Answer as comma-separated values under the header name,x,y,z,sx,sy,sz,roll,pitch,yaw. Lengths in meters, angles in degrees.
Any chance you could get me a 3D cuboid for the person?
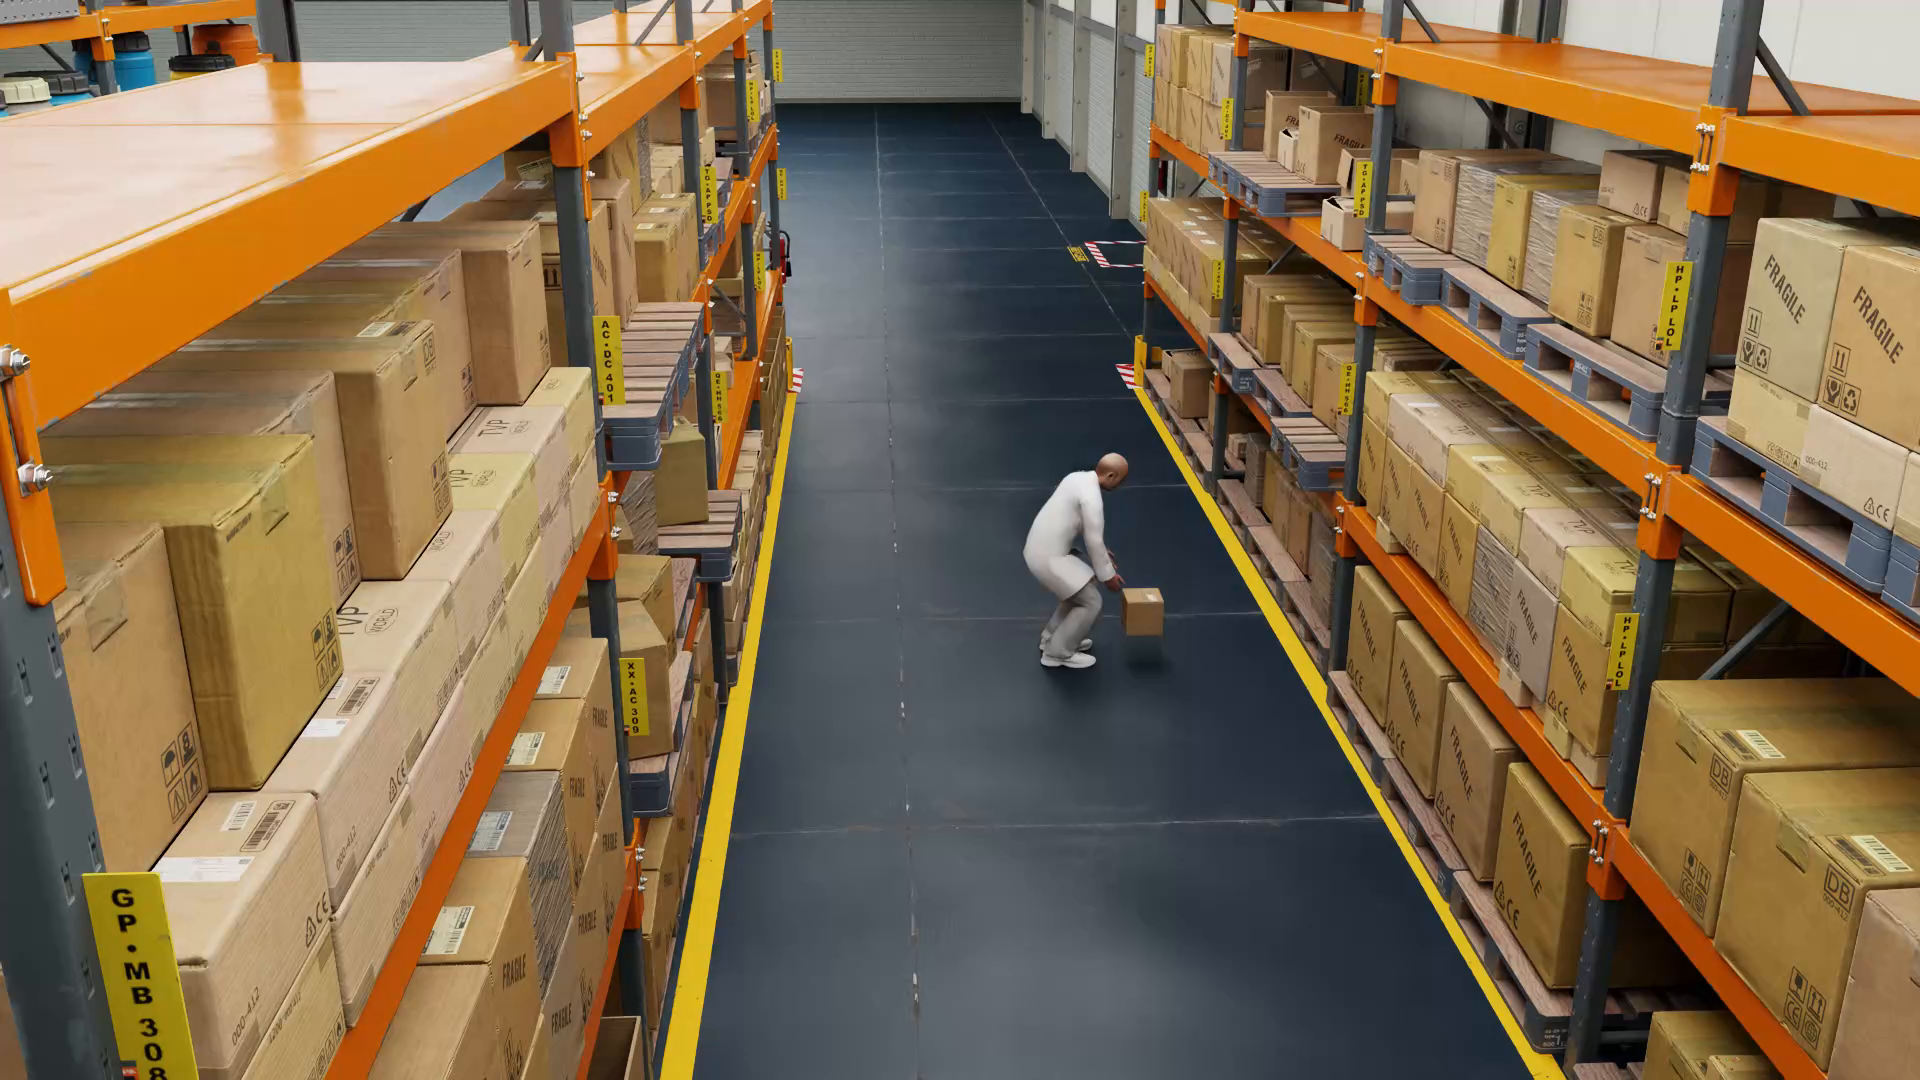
name,x,y,z,sx,sy,sz,roll,pitch,yaw
person,0.775,0.114,11.263,0.700,1.454,0.631,-1,20,-3
